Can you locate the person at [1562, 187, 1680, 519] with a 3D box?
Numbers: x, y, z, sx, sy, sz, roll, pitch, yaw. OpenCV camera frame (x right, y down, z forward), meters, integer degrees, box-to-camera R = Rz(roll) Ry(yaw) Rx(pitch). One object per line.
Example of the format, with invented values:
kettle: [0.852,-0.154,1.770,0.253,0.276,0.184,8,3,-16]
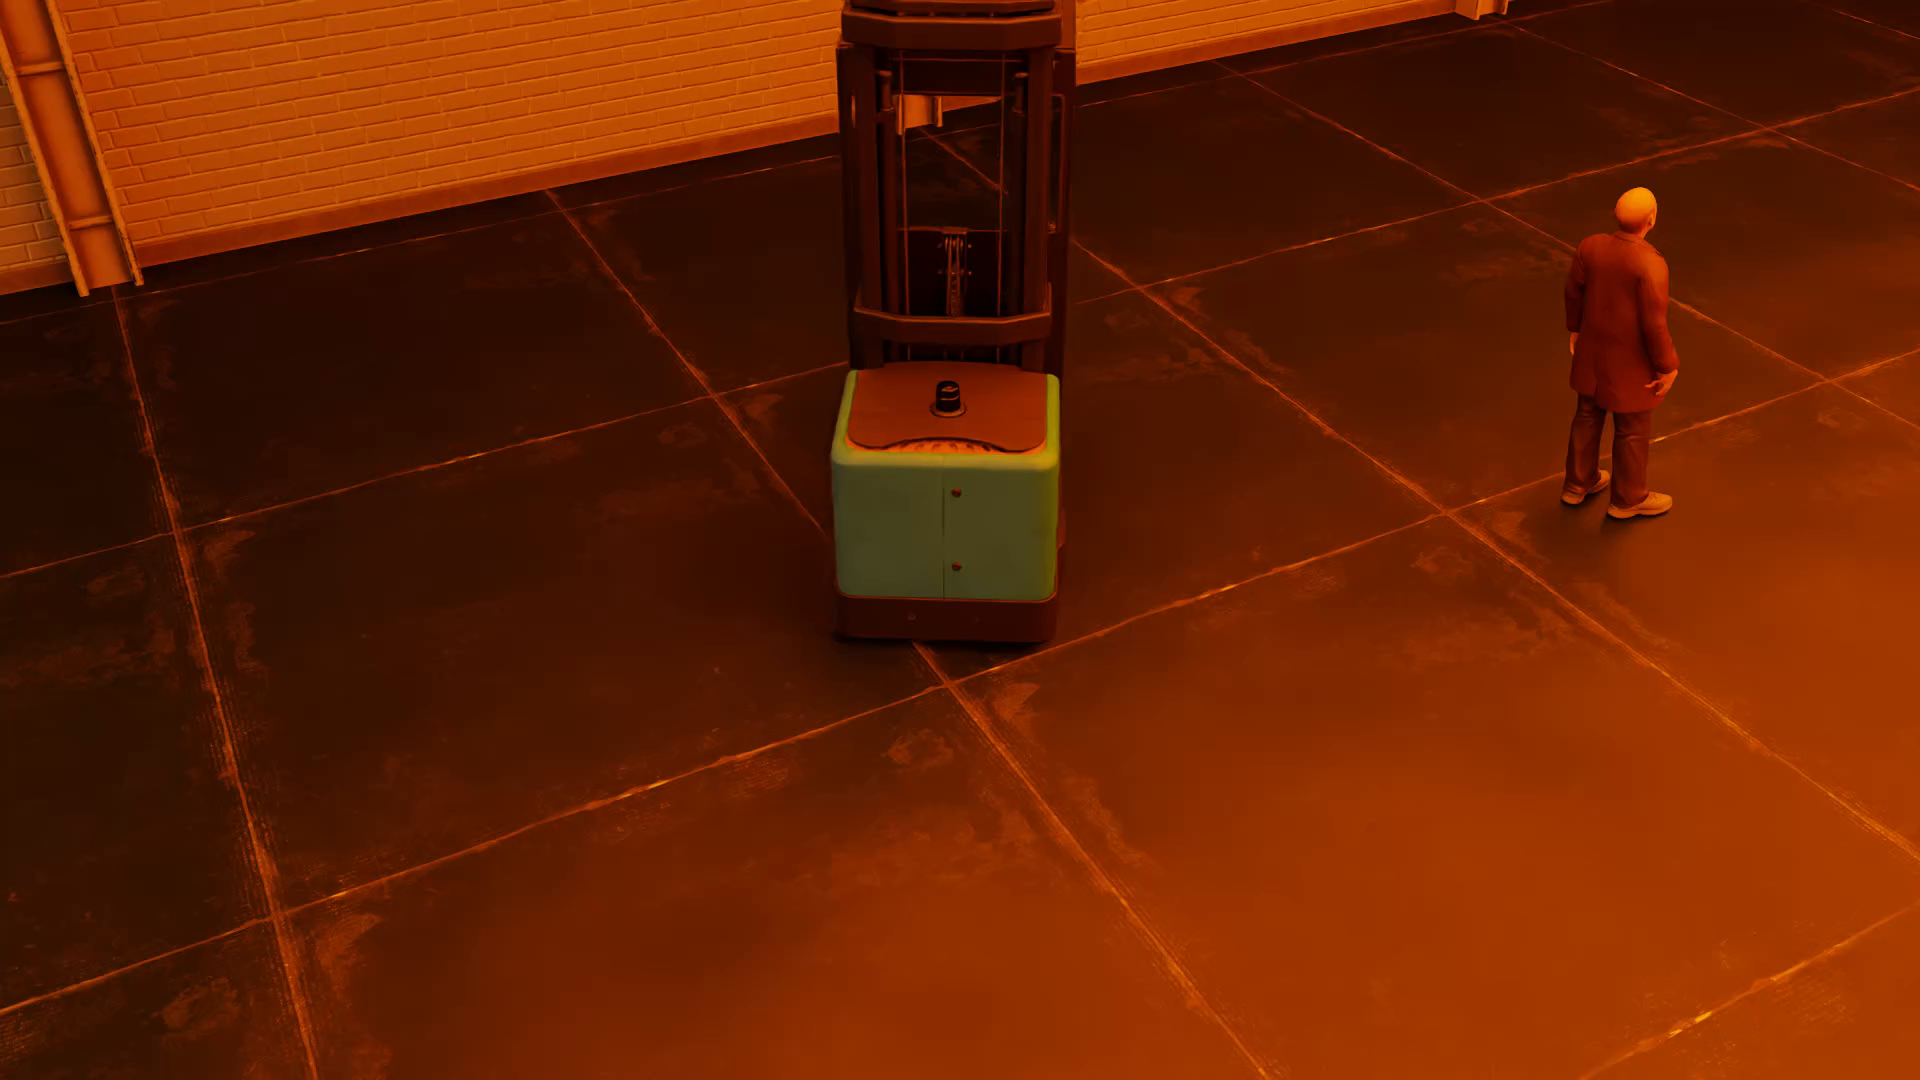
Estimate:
person: [3.410,-0.971,8.484,0.582,1.775,0.695,-18,39,-23]

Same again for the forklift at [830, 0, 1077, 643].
forklift: [-0.005,-1.537,8.297,1.130,2.935,3.031,2,35,2]
